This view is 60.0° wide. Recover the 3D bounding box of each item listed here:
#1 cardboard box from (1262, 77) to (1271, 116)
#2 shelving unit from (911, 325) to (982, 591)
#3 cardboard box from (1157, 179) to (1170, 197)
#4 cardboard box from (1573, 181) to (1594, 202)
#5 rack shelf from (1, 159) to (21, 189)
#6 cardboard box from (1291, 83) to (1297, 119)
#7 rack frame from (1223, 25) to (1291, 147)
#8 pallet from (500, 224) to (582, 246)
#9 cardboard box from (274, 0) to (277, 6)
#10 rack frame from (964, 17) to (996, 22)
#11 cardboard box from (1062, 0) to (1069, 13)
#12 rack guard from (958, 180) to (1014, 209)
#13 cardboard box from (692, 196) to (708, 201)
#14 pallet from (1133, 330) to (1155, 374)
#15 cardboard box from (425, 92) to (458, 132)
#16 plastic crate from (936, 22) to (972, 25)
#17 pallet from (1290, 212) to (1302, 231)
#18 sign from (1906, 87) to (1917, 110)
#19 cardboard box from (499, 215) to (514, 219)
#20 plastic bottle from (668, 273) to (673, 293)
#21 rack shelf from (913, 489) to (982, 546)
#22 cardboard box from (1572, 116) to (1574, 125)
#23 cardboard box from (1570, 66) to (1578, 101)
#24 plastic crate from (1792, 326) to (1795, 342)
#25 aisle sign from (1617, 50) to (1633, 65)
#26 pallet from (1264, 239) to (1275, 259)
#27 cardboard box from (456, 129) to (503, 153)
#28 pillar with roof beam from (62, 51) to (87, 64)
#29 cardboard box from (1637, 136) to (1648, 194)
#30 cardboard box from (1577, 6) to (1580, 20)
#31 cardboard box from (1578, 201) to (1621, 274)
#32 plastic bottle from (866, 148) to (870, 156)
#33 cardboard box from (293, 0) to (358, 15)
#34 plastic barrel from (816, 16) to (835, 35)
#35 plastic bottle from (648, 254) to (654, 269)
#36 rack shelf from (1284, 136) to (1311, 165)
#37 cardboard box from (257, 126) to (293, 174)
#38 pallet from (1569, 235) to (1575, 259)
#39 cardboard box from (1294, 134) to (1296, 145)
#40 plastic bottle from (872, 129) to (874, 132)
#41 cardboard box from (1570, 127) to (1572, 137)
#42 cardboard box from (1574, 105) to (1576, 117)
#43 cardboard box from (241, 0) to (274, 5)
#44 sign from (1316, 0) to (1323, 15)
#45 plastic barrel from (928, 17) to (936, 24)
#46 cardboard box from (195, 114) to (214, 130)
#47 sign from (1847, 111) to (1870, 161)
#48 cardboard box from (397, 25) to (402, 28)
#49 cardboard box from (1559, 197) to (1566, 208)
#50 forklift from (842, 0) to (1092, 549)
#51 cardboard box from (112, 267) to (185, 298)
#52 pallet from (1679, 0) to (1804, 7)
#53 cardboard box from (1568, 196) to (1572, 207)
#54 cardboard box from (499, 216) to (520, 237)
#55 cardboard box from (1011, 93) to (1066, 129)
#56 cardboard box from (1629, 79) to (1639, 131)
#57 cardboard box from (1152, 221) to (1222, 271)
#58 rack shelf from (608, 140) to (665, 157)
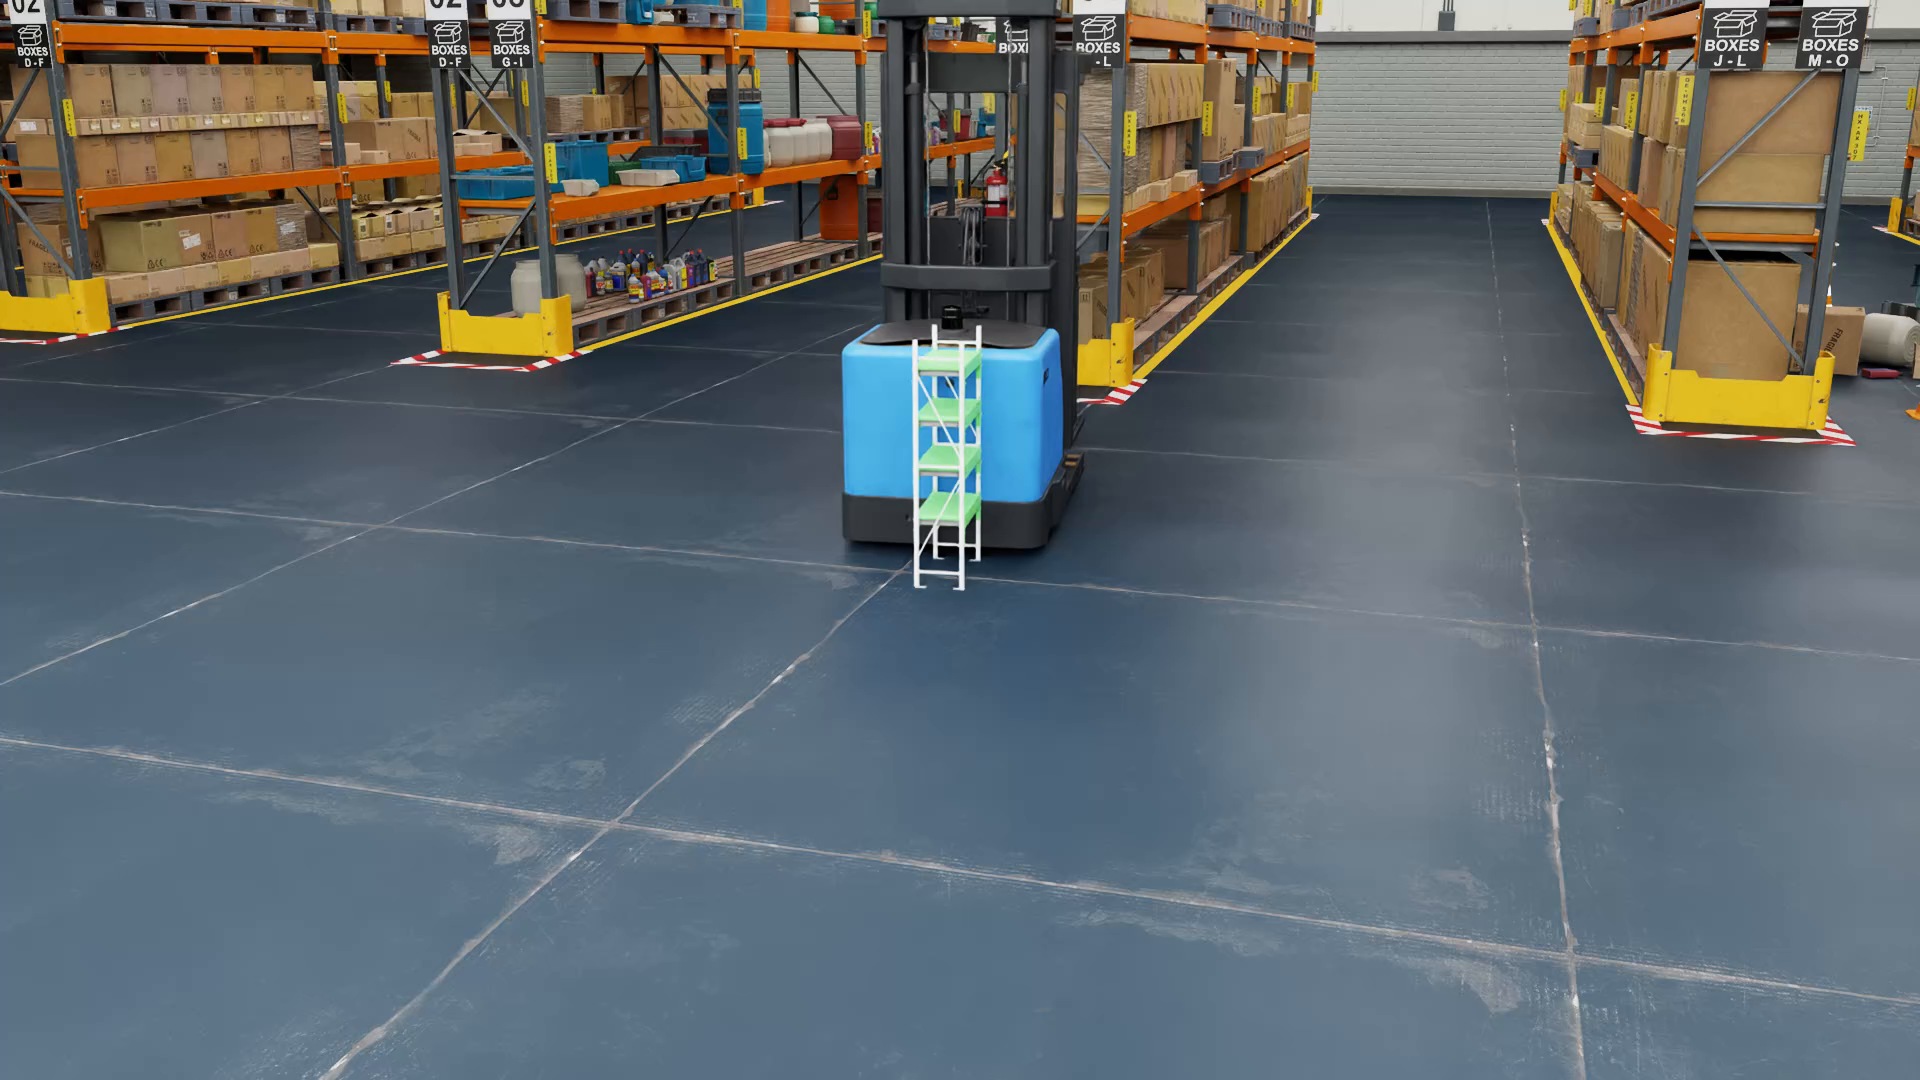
[{"bbox_3d":[3.796,-6.034,22.585,0.797,0.503,0.637,5,17,16],"label":"cardboard box"},{"bbox_3d":[-0.058,-0.407,8.065,0.258,1.200,0.503,3,16,9],"label":"shelving unit"},{"bbox_3d":[1.682,-3.166,14.953,0.380,0.149,0.250,5,16,16],"label":"cardboard box"},{"bbox_3d":[8.439,-4.626,22.079,0.500,0.250,0.500,4,16,13],"label":"cardboard box"},{"bbox_3d":[-11.777,-5.086,22.583,1.077,0.370,4.000,5,16,16],"label":"rack shelf"},{"bbox_3d":[4.704,-6.515,24.658,0.500,0.500,0.500,5,16,16],"label":"cardboard box"},{"bbox_3d":[4.175,-5.850,23.956,1.000,3.000,0.127,5,16,16],"label":"rack frame"},{"bbox_3d":[-6.210,-4.423,24.038,1.003,0.211,1.213,5,16,16],"label":"pallet"},{"bbox_3d":[-10.856,-8.076,25.320,0.700,0.500,0.500,6,17,19],"label":"cardboard box"},{"bbox_3d":[0.563,-10.167,28.182,1.000,3.000,0.127,5,16,16],"label":"rack frame"},{"bbox_3d":[0.659,-4.227,13.013,0.500,0.250,0.500,5,17,17],"label":"cardboard box"},{"bbox_3d":[0.558,-6.085,29.367,1.175,0.500,0.348,5,16,16],"label":"rack guard"},{"bbox_3d":[-4.792,-6.122,28.683,0.797,0.503,0.637,5,16,16],"label":"cardboard box"},{"bbox_3d":[1.052,-1.598,14.078,1.003,0.211,1.213,5,16,16],"label":"pallet"},{"bbox_3d":[-9.492,-7.669,29.820,0.980,0.700,0.700,4,16,13],"label":"cardboard box"},{"bbox_3d":[-0.134,-8.315,27.265,0.504,0.338,0.767,5,16,16],"label":"plastic crate"},{"bbox_3d":[4.811,-5.021,26.146,1.003,0.211,1.213,5,16,16],"label":"pallet"},{"bbox_3d":[14.283,-6.627,24.965,0.100,0.325,0.005,5,16,16],"label":"sign"},{"bbox_3d":[-6.371,-4.565,22.670,0.500,0.311,0.500,5,17,17],"label":"cardboard box"},{"bbox_3d":[-2.957,-2.606,16.840,0.097,0.201,0.097,0,16,0],"label":"plastic bottle"},{"bbox_3d":[-0.058,-0.115,8.148,0.258,0.148,0.480,3,16,9],"label":"rack shelf"},{"bbox_3d":[8.205,-5.460,21.728,0.380,0.149,0.250,5,17,17],"label":"cardboard box"},{"bbox_3d":[9.209,-6.660,24.253,0.500,0.500,0.500,4,16,14],"label":"cardboard box"},{"bbox_3d":[7.835,-1.874,14.985,0.662,0.188,0.450,-15,11,-41],"label":"plastic crate"},{"bbox_3d":[10.347,-7.732,25.827,0.394,0.787,0.004,5,16,16],"label":"aisle sign"},{"bbox_3d":[3.684,-3.980,22.476,1.003,0.211,1.213,5,16,16],"label":"pallet"},{"bbox_3d":[-6.603,-5.438,22.667,0.500,0.311,0.500,6,17,19],"label":"cardboard box"},{"bbox_3d":[-8.280,-8.235,21.371,9.100,9.000,0.400,5,16,16],"label":"pillar with roof beam"},{"bbox_3d":[6.535,-3.320,14.764,0.875,0.550,0.550,5,16,16],"label":"cardboard box"},{"bbox_3d":[9.363,-7.734,24.461,0.500,0.250,0.500,5,17,17],"label":"cardboard box"},{"bbox_3d":[7.506,-3.360,18.530,1.050,0.750,0.750,4,16,15],"label":"cardboard box"},{"bbox_3d":[-1.277,-5.216,21.949,0.152,0.276,0.135,5,16,16],"label":"plastic bottle"},{"bbox_3d":[-7.411,-6.259,19.409,0.500,0.250,0.500,6,17,22],"label":"cardboard box"},{"bbox_3d":[-1.731,-6.487,20.991,0.294,0.245,0.294,0,16,0],"label":"plastic barrel"},{"bbox_3d":[-3.321,-2.902,17.734,0.061,0.283,0.133,5,16,16],"label":"plastic bottle"},{"bbox_3d":[4.744,-6.027,25.899,1.077,0.370,4.000,5,16,16],"label":"rack shelf"},{"bbox_3d":[-7.859,-4.319,18.376,0.700,0.500,0.500,4,16,15],"label":"cardboard box"},{"bbox_3d":[8.682,-3.893,22.169,1.003,0.211,1.213,5,16,16],"label":"pallet"},{"bbox_3d":[4.873,-6.054,25.137,0.380,0.149,0.250,4,16,15],"label":"cardboard box"},{"bbox_3d":[-1.333,-5.840,24.151,0.152,0.276,0.135,5,16,16],"label":"plastic bottle"},{"bbox_3d":[8.276,-5.380,21.989,0.380,0.149,0.250,5,17,17],"label":"cardboard box"},{"bbox_3d":[8.127,-5.533,21.441,0.380,0.149,0.250,4,16,15],"label":"cardboard box"},{"bbox_3d":[-7.991,-6.175,18.397,0.500,0.500,0.500,6,17,20],"label":"cardboard box"},{"bbox_3d":[5.828,-8.682,26.966,0.100,0.325,0.005,5,16,16],"label":"sign"},{"bbox_3d":[-0.638,-7.715,23.921,0.600,0.588,0.600,0,16,0],"label":"plastic barrel"},{"bbox_3d":[-7.976,-4.328,17.218,0.380,0.149,0.250,5,17,16],"label":"cardboard box"},{"bbox_3d":[6.022,-2.709,11.152,0.100,0.325,0.005,5,16,16],"label":"sign"},{"bbox_3d":[-9.623,-8.784,28.125,0.500,0.250,0.500,5,16,16],"label":"cardboard box"},{"bbox_3d":[9.350,-5.145,25.381,0.380,0.149,0.250,5,17,18],"label":"cardboard box"},{"bbox_3d":[0.149,-1.723,9.532,1.130,2.935,3.031,3,16,9],"label":"forklift"},{"bbox_3d":[-8.227,-2.613,16.814,0.500,0.250,0.500,5,16,16],"label":"cardboard box"},{"bbox_3d":[5.693,-3.895,11.729,1.003,0.211,1.213,5,16,16],"label":"pallet"},{"bbox_3d":[8.852,-4.804,23.635,0.380,0.149,0.250,4,16,15],"label":"cardboard box"},{"bbox_3d":[-6.374,-4.295,22.745,0.500,0.250,0.500,5,17,17],"label":"cardboard box"},{"bbox_3d":[0.685,-3.546,13.272,0.500,0.500,0.500,5,16,16],"label":"cardboard box"},{"bbox_3d":[7.197,-4.404,16.844,0.700,0.500,0.500,4,16,15],"label":"cardboard box"},{"bbox_3d":[2.568,-3.341,18.885,0.700,0.500,0.500,6,17,21],"label":"cardboard box"},{"bbox_3d":[-4.753,-6.796,28.611,1.077,0.370,4.000,5,16,16],"label":"rack shelf"}]
